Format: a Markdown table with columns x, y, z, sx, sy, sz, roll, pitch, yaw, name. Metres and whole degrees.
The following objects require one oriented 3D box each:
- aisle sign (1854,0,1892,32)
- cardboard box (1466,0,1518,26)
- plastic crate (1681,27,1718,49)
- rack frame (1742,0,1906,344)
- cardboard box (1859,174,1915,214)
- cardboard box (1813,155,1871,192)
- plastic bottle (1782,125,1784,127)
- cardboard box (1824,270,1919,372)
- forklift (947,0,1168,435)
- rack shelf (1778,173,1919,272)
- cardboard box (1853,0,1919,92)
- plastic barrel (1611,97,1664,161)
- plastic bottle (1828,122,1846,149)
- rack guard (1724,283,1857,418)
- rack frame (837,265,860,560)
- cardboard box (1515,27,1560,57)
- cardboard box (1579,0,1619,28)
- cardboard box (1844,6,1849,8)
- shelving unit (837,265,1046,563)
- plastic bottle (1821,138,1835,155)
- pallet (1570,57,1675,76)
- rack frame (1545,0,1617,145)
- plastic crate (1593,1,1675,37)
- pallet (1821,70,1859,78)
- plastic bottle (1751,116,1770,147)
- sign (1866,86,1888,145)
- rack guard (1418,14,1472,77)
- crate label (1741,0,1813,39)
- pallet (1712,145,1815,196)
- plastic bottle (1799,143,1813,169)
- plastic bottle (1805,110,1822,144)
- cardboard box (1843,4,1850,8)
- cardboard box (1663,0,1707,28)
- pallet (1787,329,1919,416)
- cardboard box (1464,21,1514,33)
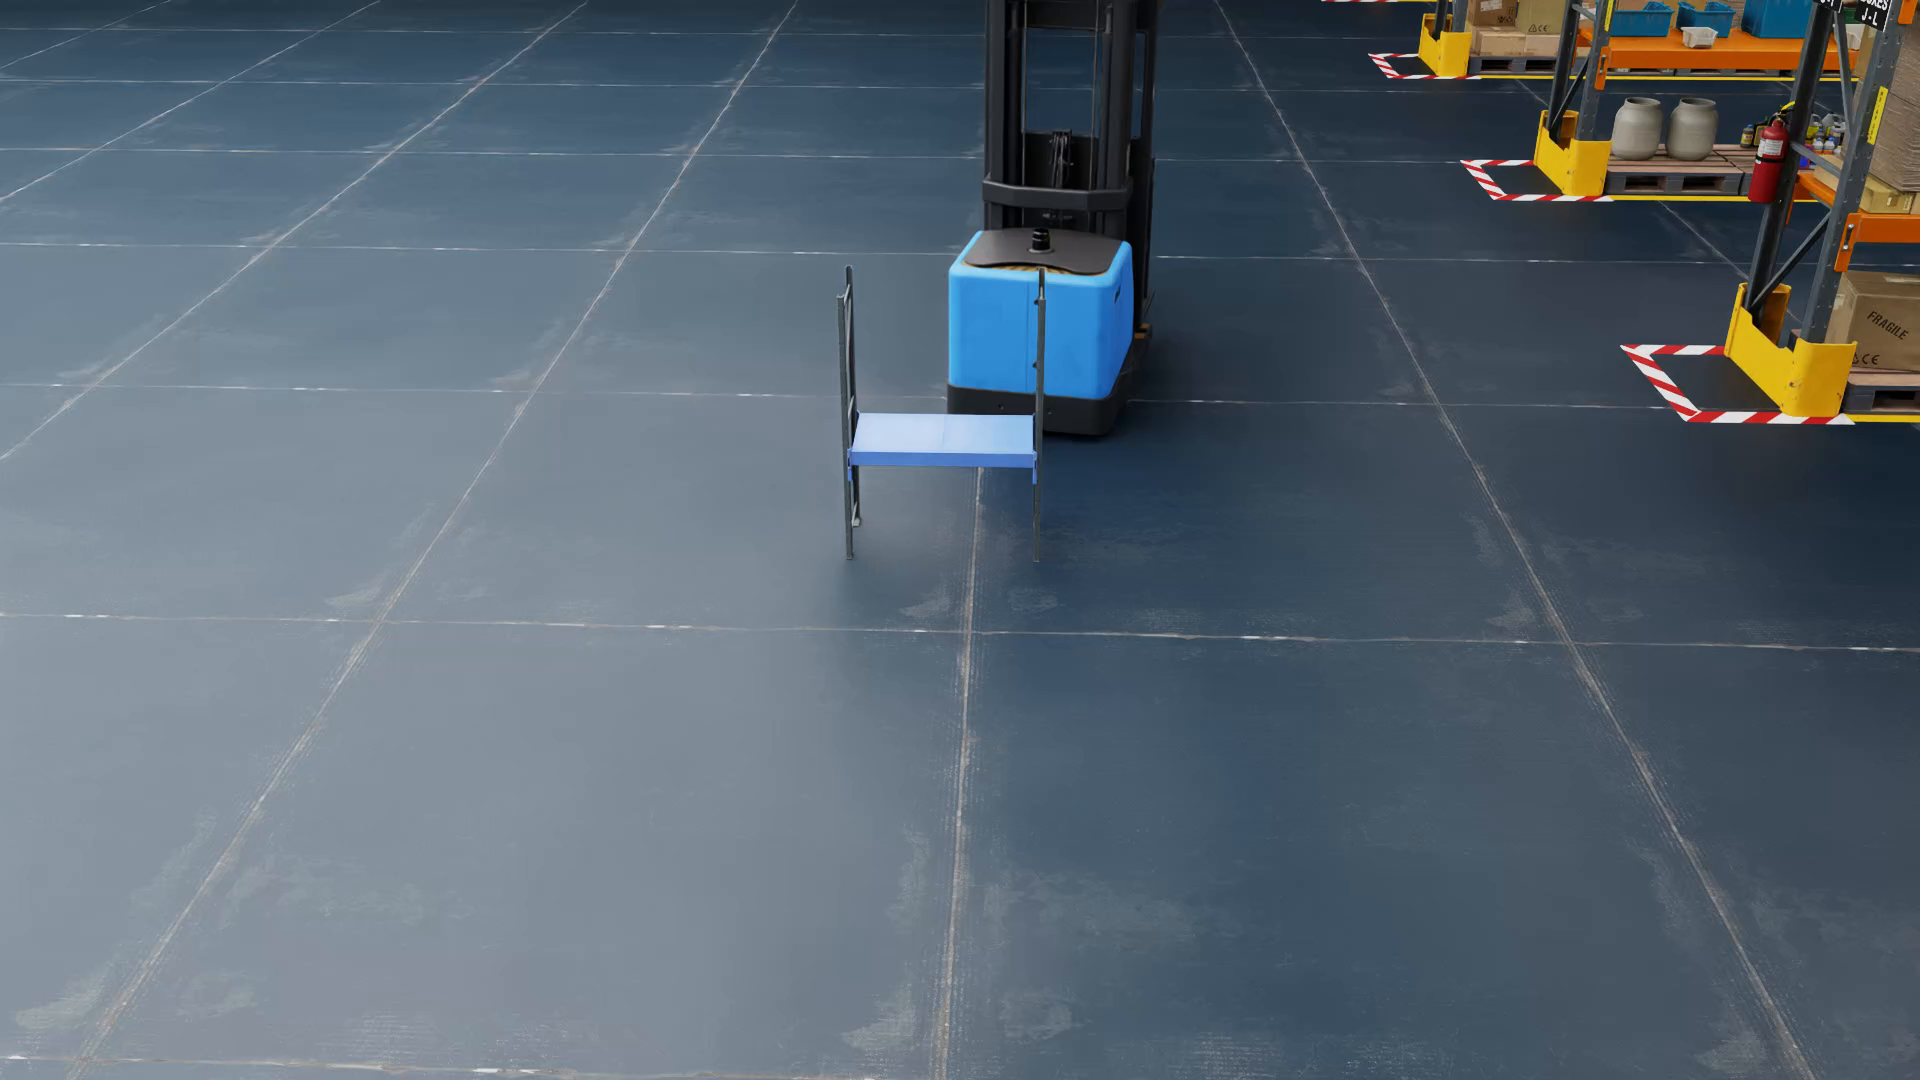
| x | y | z | sx | sy | sz | roll | pitch | yaw | name |
| --- | --- | --- | --- | --- | --- | --- | --- | --- | --- |
| 5.395 | -3.403 | 9.692 | 0.004 | 0.787 | 0.394 | 1 | 28 | 2 | aisle sign |
| 6.367 | -6.463 | 19.926 | 0.500 | 0.500 | 0.500 | 1 | 28 | 2 | cardboard box |
| 6.525 | -4.430 | 14.687 | 0.250 | 0.136 | 0.298 | 1 | 28 | 2 | plastic crate |
| 5.468 | -2.394 | 10.563 | 0.127 | 3.000 | 1.000 | 1 | 28 | 2 | rack frame |
| 5.744 | -2.167 | 10.403 | 0.250 | 0.149 | 0.380 | 1 | 28 | 2 | cardboard box |
| 5.760 | -2.375 | 10.796 | 0.250 | 0.149 | 0.380 | 1 | 28 | 2 | cardboard box |
| 7.741 | -3.815 | 15.674 | 0.133 | 0.283 | 0.061 | 1 | 28 | 2 | plastic bottle |
| 6.091 | -1.457 | 11.016 | 0.500 | 0.500 | 0.500 | 6 | 29 | 11 | cardboard box |
| 0.756 | -2.617 | 11.057 | 1.130 | 2.935 | 3.031 | 6 | 29 | 12 | forklift |
| 7.466 | -2.043 | 10.670 | 4.000 | 0.370 | 1.077 | 1 | 28 | 2 | rack shelf |
| 6.026 | -3.118 | 10.437 | 0.500 | 0.500 | 0.500 | 1 | 28 | 2 | cardboard box |
| 6.303 | -3.824 | 15.468 | 0.421 | 0.512 | 0.421 | 0 | 28 | 0 | plastic barrel |
| 8.254 | -3.785 | 15.626 | 0.135 | 0.276 | 0.152 | 1 | 28 | 2 | plastic bottle |
| 5.544 | -1.288 | 11.147 | 0.348 | 0.500 | 1.175 | 1 | 28 | 2 | rack guard |
| -0.593 | -0.672 | 8.917 | 0.032 | 1.500 | 0.500 | 1 | 28 | 2 | rack frame |
| 6.849 | -5.882 | 19.631 | 0.500 | 0.250 | 0.500 | 1 | 28 | 2 | cardboard box |
| 7.349 | -6.210 | 19.449 | 0.500 | 0.500 | 0.500 | 1 | 28 | 2 | cardboard box |
| 10.223 | -6.060 | 19.367 | 0.500 | 0.311 | 0.500 | 1 | 28 | 2 | cardboard box |
| -0.085 | -0.664 | 8.901 | 1.048 | 1.500 | 0.538 | 1 | 28 | 2 | shelving unit |
| 7.886 | -3.518 | 15.127 | 0.097 | 0.271 | 0.097 | 0 | 28 | 0 | plastic bottle |
| 7.803 | -5.784 | 19.936 | 1.213 | 0.211 | 1.003 | 1 | 28 | 2 | pallet |
| 5.643 | -4.712 | 14.937 | 0.127 | 3.000 | 1.000 | 1 | 28 | 2 | rack frame |
| 6.153 | -4.778 | 15.220 | 0.616 | 0.251 | 0.499 | 1 | 28 | 2 | plastic crate |
| 10.556 | -5.739 | 19.850 | 1.213 | 0.211 | 1.003 | 1 | 28 | 2 | pallet |
| 7.611 | -3.888 | 15.812 | 0.133 | 0.283 | 0.061 | 2 | 28 | 3 | plastic bottle |
| 5.449 | -2.523 | 9.882 | 0.005 | 0.325 | 0.100 | 1 | 28 | 2 | sign |
| 5.797 | -5.927 | 19.897 | 0.348 | 0.500 | 1.175 | 1 | 28 | 2 | rack guard |
| 7.491 | -4.824 | 15.110 | 0.616 | 0.435 | 0.502 | 1 | 28 | 2 | crate label |
| 7.748 | -3.464 | 15.559 | 1.213 | 0.211 | 1.003 | 1 | 28 | 2 | pallet |
| 7.669 | -3.518 | 15.115 | 0.133 | 0.283 | 0.061 | 1 | 28 | 3 | plastic bottle |
| 8.049 | -3.891 | 15.746 | 0.185 | 0.351 | 0.144 | 2 | 28 | 4 | plastic bottle |
| 10.233 | -6.311 | 19.841 | 0.500 | 0.311 | 0.500 | 1 | 28 | 2 | cardboard box |
| 8.348 | -6.192 | 19.415 | 0.500 | 0.500 | 0.500 | 1 | 28 | 2 | cardboard box |
| 6.354 | -1.131 | 11.158 | 1.213 | 0.211 | 1.003 | 1 | 28 | 2 | pallet |
| 6.367 | -6.131 | 20.100 | 0.500 | 0.250 | 0.500 | 1 | 28 | 2 | cardboard box |
